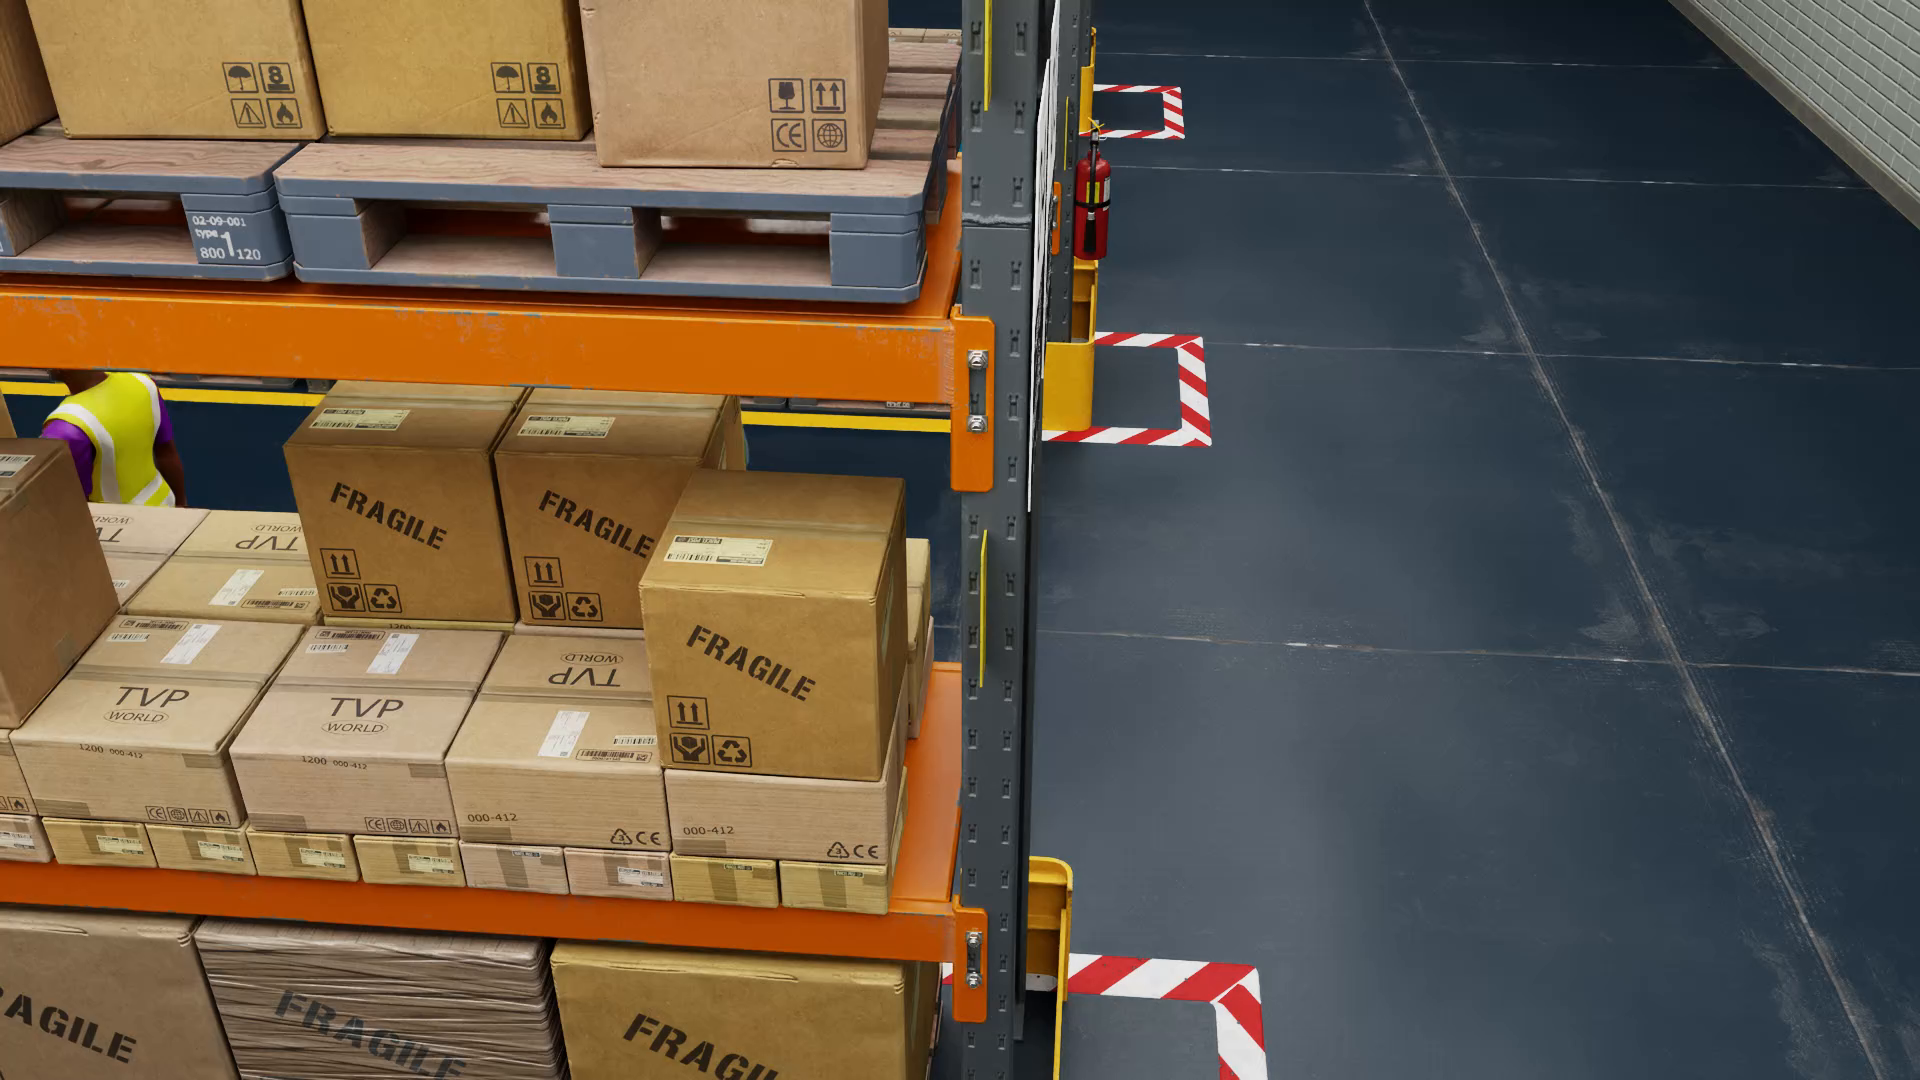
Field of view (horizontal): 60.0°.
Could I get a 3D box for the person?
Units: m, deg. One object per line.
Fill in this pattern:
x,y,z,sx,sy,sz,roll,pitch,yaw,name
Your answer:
-3.054,-0.031,6.124,0.706,1.749,0.579,3,32,6,person
